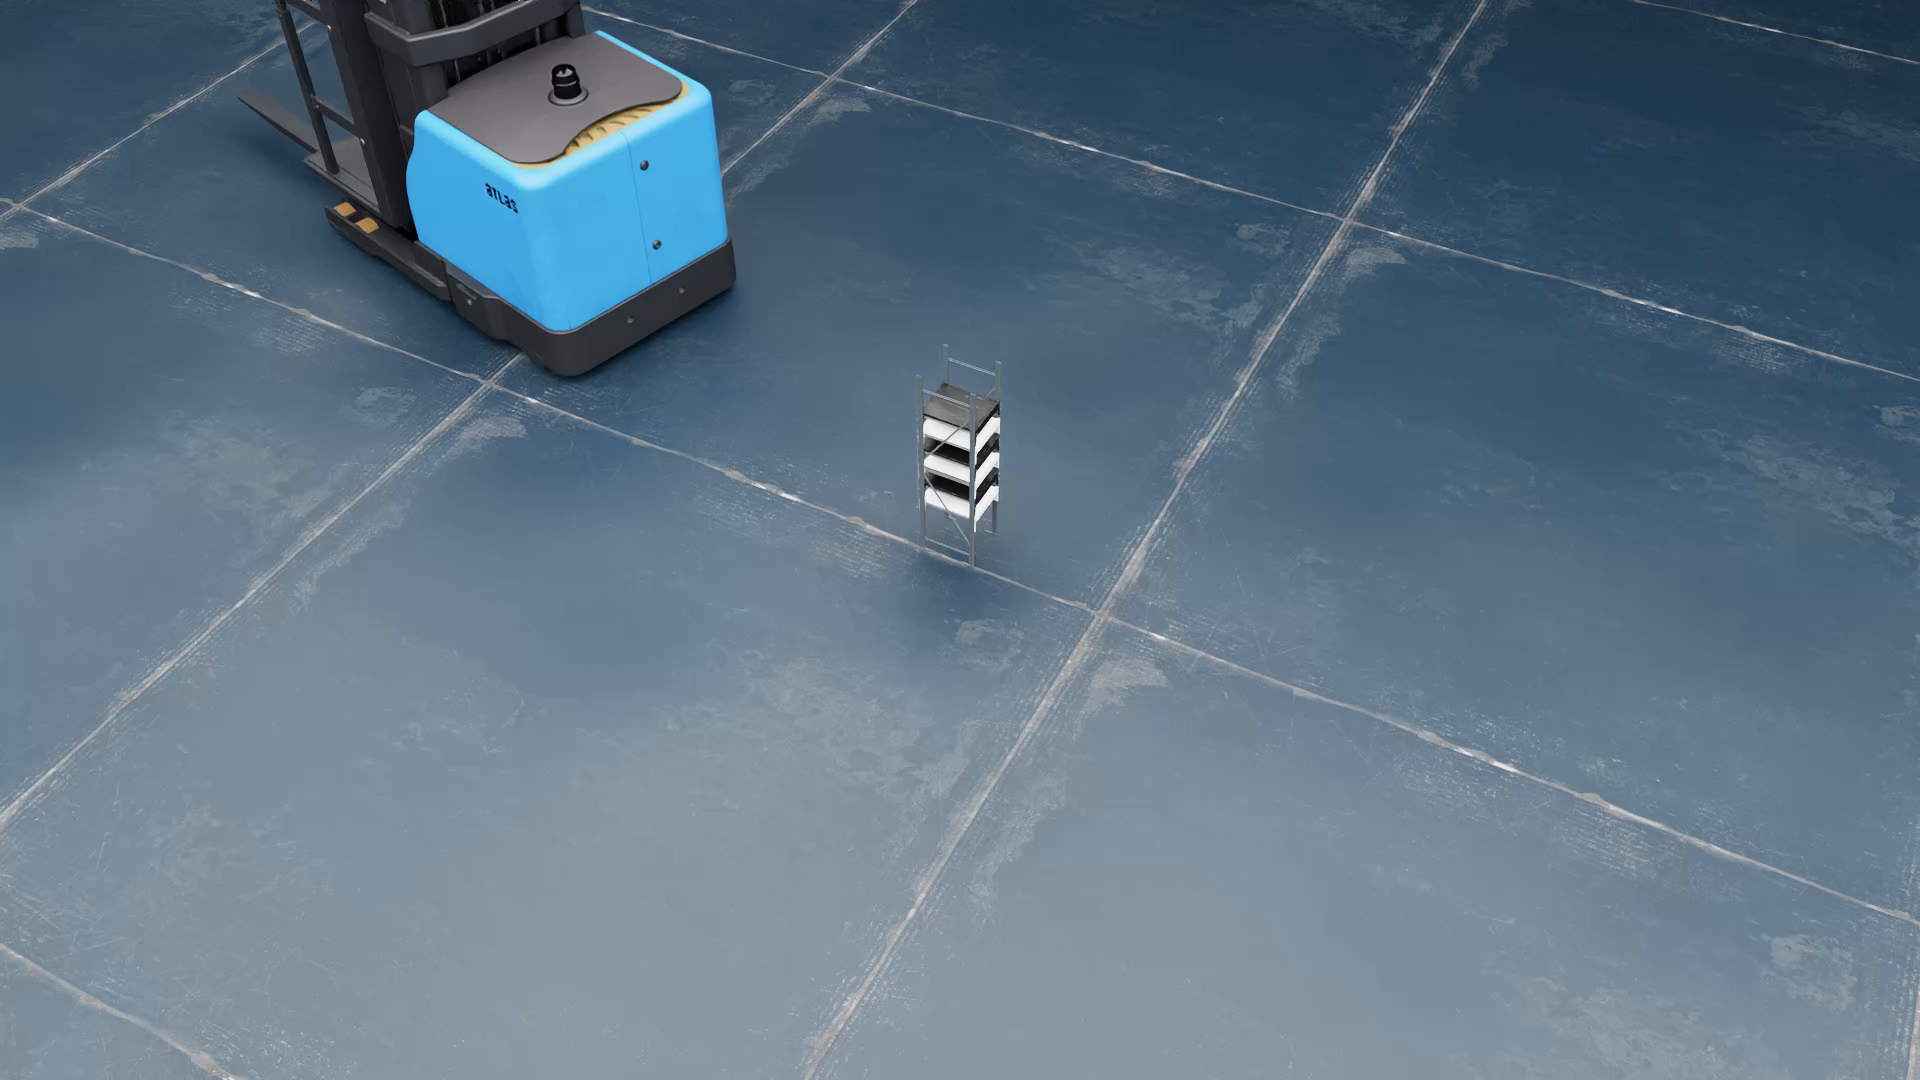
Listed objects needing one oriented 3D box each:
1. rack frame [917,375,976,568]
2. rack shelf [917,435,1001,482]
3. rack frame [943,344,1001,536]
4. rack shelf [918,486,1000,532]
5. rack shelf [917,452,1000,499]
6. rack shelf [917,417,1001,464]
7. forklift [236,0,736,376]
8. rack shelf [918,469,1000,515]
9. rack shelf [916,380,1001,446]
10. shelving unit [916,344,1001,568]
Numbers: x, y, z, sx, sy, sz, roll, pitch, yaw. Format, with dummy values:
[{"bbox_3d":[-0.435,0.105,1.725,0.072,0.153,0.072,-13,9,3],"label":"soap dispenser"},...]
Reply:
[{"bbox_3d":[-0.051,-0.247,6.362,0.240,0.900,0.006,20,49,19],"label":"rack frame"},{"bbox_3d":[-0.004,-0.351,6.385,0.258,0.077,0.200,20,49,19],"label":"rack shelf"},{"bbox_3d":[0.043,-0.375,6.488,0.240,0.900,0.006,20,49,19],"label":"rack frame"},{"bbox_3d":[-0.004,-0.161,6.577,0.258,0.077,0.200,20,49,19],"label":"rack shelf"},{"bbox_3d":[-0.004,-0.288,6.449,0.258,0.077,0.200,20,49,19],"label":"rack shelf"},{"bbox_3d":[-0.004,-0.414,6.321,0.258,0.077,0.200,20,49,19],"label":"rack shelf"},{"bbox_3d":[-2.483,-2.680,7.338,3.031,2.935,1.130,33,54,29],"label":"forklift"},{"bbox_3d":[-0.004,-0.225,6.513,0.258,0.077,0.200,20,49,19],"label":"rack shelf"},{"bbox_3d":[-0.004,-0.478,6.257,0.258,0.077,0.200,20,49,19],"label":"rack shelf"},{"bbox_3d":[-0.004,-0.311,6.425,0.258,0.900,0.210,20,49,19],"label":"shelving unit"}]
